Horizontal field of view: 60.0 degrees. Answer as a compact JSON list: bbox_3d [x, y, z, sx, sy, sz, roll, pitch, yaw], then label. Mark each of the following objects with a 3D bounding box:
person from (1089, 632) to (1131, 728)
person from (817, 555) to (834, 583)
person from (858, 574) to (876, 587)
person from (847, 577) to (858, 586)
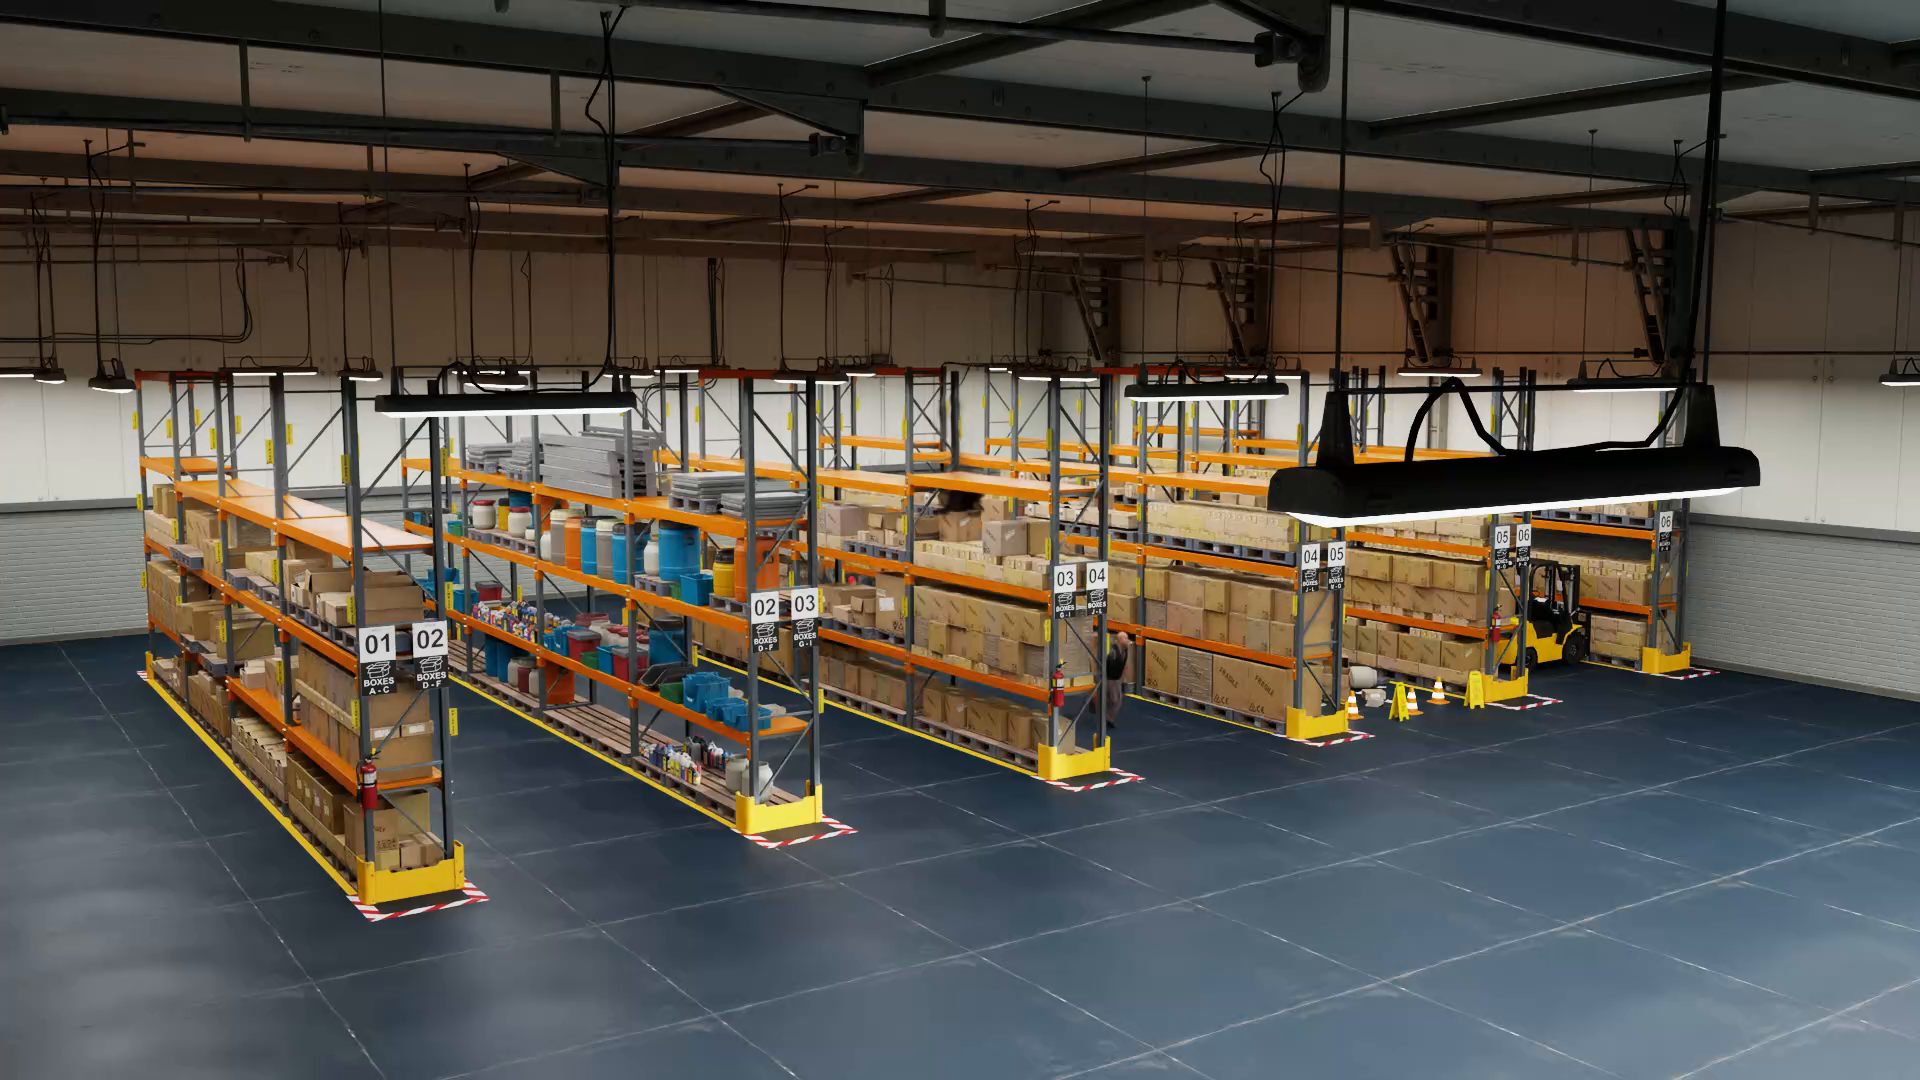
[{"bbox_3d":[2.528,2.354,28.199,0.762,1.660,0.653,4,8,33],"label":"person"},{"bbox_3d":[-3.521,0.554,43.448,0.671,1.814,0.859,4,8,31],"label":"person"},{"bbox_3d":[-2.374,0.725,41.897,0.947,1.758,0.725,2,7,15],"label":"person"},{"bbox_3d":[-2.217,1.615,34.106,0.659,1.745,0.590,-4,8,-34],"label":"person"}]
